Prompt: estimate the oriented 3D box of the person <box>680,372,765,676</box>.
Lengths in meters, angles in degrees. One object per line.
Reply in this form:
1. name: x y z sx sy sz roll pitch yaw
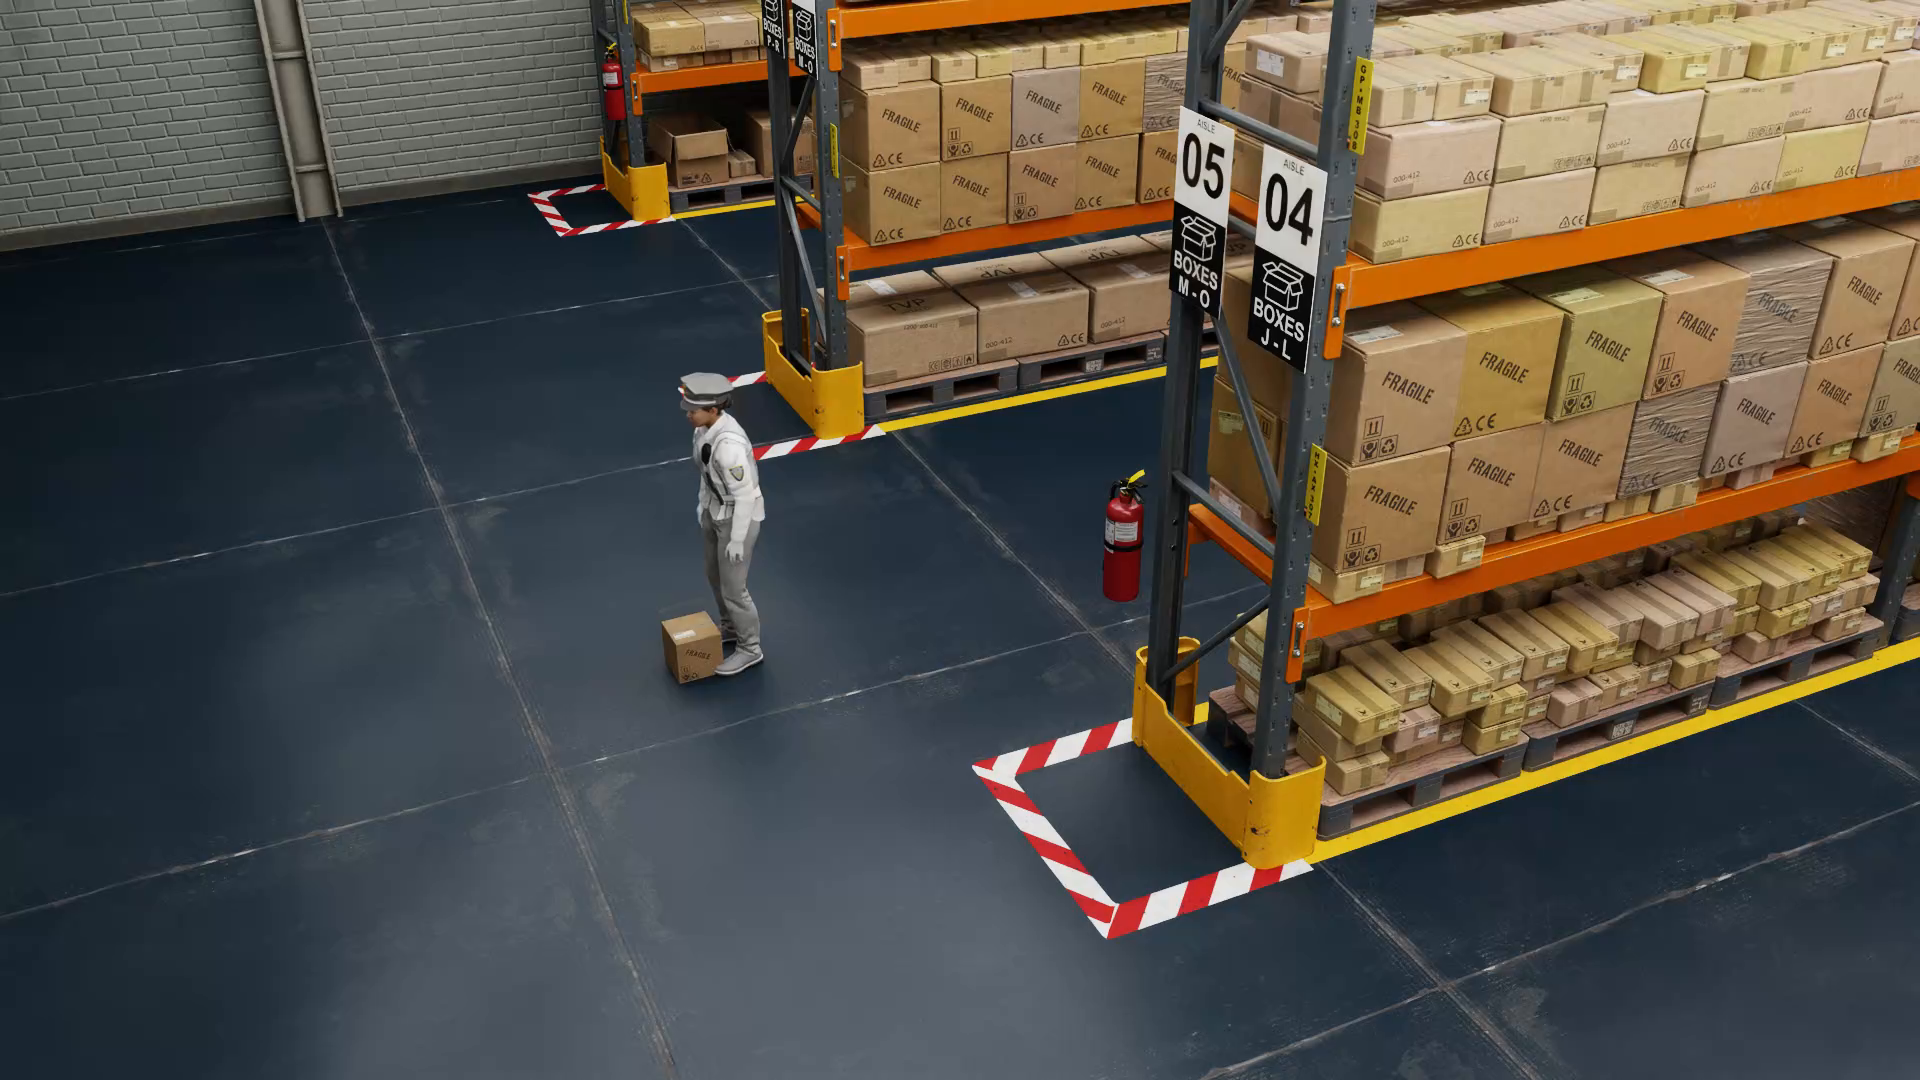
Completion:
1. person: -1.213 -0.094 8.606 0.376 1.663 0.539 -14 32 -23
